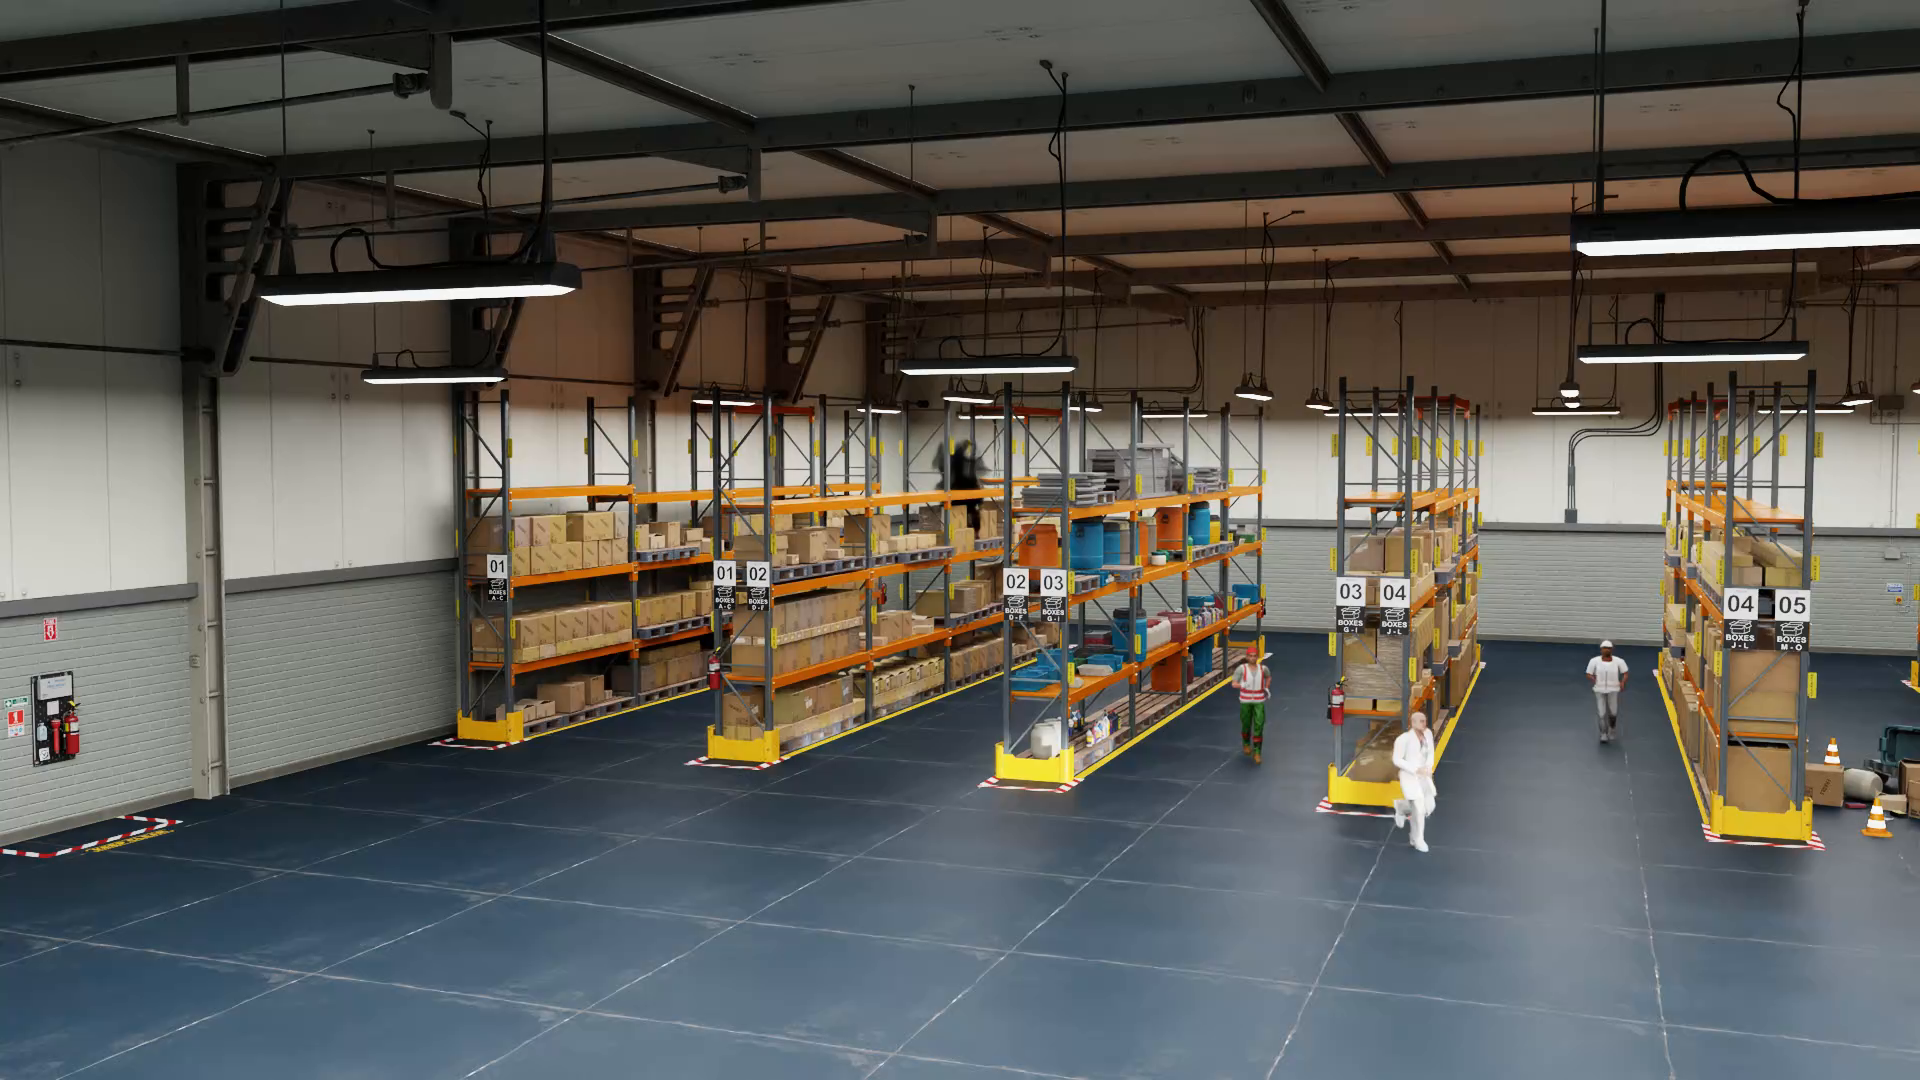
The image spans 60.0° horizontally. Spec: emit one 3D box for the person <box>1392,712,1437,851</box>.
[{"bbox_3d":[5.705,3.009,20.850,0.755,1.735,0.732,-2,4,-29],"label":"person"}]

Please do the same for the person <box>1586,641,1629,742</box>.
[{"bbox_3d":[10.967,2.572,28.191,0.685,1.724,0.592,1,3,22],"label":"person"}]

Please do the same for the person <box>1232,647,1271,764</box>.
[{"bbox_3d":[4.671,2.566,26.587,0.645,1.713,0.875,0,3,4],"label":"person"}]
